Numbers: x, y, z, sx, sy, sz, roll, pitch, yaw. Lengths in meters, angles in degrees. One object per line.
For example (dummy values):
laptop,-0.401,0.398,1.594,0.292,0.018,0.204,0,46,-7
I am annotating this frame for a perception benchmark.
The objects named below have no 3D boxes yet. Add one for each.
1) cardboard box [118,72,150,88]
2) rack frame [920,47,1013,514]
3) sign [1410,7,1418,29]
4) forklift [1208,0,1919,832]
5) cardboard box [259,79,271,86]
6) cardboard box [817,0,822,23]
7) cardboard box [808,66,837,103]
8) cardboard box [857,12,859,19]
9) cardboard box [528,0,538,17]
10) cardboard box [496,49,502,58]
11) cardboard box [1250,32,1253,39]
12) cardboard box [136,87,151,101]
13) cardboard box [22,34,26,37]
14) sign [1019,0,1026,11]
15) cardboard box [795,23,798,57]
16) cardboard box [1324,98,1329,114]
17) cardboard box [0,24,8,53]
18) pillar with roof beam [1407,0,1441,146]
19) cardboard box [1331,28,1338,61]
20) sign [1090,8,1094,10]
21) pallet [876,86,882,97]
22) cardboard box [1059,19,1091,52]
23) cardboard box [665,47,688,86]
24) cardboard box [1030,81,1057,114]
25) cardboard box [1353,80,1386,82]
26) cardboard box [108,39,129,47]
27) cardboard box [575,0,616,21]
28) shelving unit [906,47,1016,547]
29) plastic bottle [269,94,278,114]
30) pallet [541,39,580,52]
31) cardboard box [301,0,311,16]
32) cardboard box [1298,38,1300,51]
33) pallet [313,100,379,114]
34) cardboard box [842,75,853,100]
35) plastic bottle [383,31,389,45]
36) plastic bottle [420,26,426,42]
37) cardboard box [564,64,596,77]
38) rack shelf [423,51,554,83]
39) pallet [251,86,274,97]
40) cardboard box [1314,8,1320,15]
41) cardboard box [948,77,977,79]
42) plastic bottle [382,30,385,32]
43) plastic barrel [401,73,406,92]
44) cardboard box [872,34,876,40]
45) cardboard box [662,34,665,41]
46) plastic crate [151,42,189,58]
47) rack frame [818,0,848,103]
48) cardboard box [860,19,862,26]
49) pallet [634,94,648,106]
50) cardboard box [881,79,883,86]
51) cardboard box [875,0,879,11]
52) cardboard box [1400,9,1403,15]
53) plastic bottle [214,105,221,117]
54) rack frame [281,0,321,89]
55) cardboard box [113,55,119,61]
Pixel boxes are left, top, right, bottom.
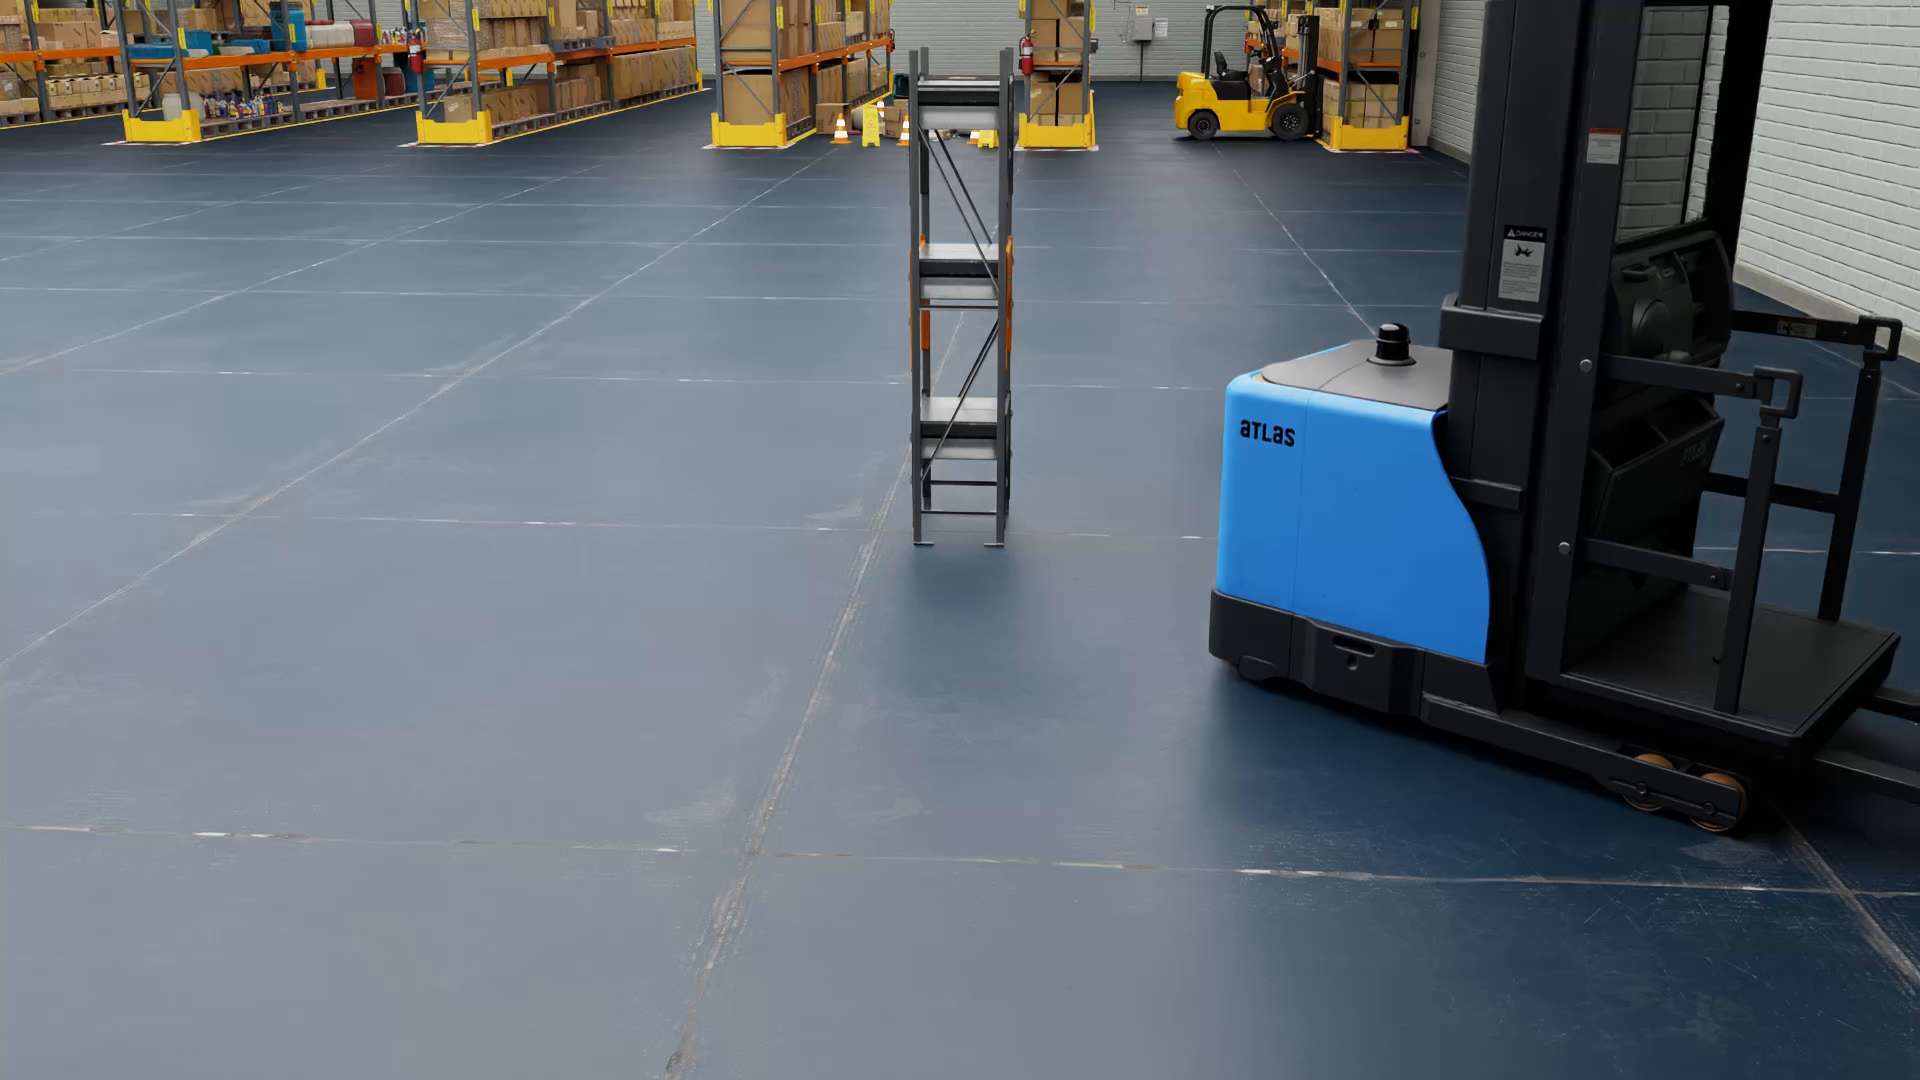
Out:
cardboard box,-17.449,-9.684,35.000,0.500,0.311,0.500,2,18,5
rack frame,0.029,-1.125,7.484,0.400,2.100,0.015,1,18,4
sign,7.038,-8.089,25.776,0.100,0.325,0.005,1,18,4
forklift,2.326,-0.729,4.941,3.031,2.935,1.130,16,24,39
cardboard box,-17.073,-11.192,40.605,0.380,0.166,0.250,1,18,4
cardboard box,-3.022,-10.080,31.601,0.700,0.500,0.500,1,18,4
cardboard box,-3.030,-9.000,33.011,1.050,0.750,0.750,2,18,5
cardboard box,-2.442,-11.559,36.656,0.380,0.149,0.250,1,18,4
cardboard box,-7.856,-9.591,29.631,0.500,0.500,0.500,1,18,4
cardboard box,-8.000,-8.260,28.216,0.380,0.149,0.250,1,18,4
cardboard box,7.335,-12.409,40.878,0.380,0.149,0.250,1,18,3
cardboard box,-17.452,-9.417,35.085,0.500,0.250,0.500,2,18,5
cardboard box,-22.048,-11.744,38.818,0.380,0.149,0.250,2,18,5
sign,0.982,-8.483,26.129,0.100,0.325,0.005,1,18,4
cardboard box,-3.249,-8.539,28.424,0.875,0.550,0.500,1,18,4
cardboard box,6.255,-7.099,27.209,0.500,0.250,0.500,1,18,3
cardboard box,-18.001,-9.196,30.509,0.700,0.500,0.500,1,18,3
pillar with roof beam,3.140,-10.798,25.924,9.100,9.000,0.400,1,18,4
cardboard box,6.305,-8.022,26.927,0.500,0.500,0.500,2,18,6
sign,2.363,-9.408,29.928,0.100,0.325,0.005,1,18,4
pallet,-2.452,-10.835,40.150,1.003,0.211,1.213,1,18,4
cardboard box,1.845,-8.094,26.670,0.500,0.500,0.500,1,18,3
cardboard box,-7.235,-11.662,40.933,0.875,0.875,0.875,1,18,4
cardboard box,1.331,-7.268,27.324,0.500,0.500,0.500,1,18,4
cardboard box,6.787,-7.478,27.564,0.500,0.250,0.500,1,18,4
cardboard box,-17.446,-10.288,34.405,0.380,0.149,0.250,1,18,4
cardboard box,-7.708,-11.221,35.079,0.797,0.503,0.637,2,18,6
shelving unit,0.012,-1.049,7.253,0.431,2.100,0.503,1,18,4
plastic bottle,-12.762,-8.082,30.819,0.144,0.351,0.185,1,18,2
pallet,-7.864,-9.371,31.512,1.003,0.211,1.213,1,18,4
cardboard box,-16.842,-13.555,42.208,0.500,0.500,0.500,1,18,3
cardboard box,6.644,-9.298,31.222,0.500,0.250,0.500,1,18,4
pallet,-12.811,-9.016,34.599,1.003,0.211,1.213,1,18,4
cardboard box,-2.532,-9.554,35.102,0.500,0.500,0.500,1,18,2
plastic bottle,-12.295,-10.754,35.611,0.061,0.283,0.133,1,18,4
plastic bottle,-12.183,-11.449,37.627,0.144,0.351,0.185,1,18,4
cardboard box,-7.795,-9.639,34.126,0.500,0.250,0.500,2,18,6
rack shelf,-8.207,-8.265,28.984,1.077,0.370,4.000,1,18,4
pallet,-17.320,-10.823,40.114,1.003,0.211,1.213,1,18,4
cardboard box,6.453,-9.302,29.313,0.380,0.149,0.250,2,18,5
cardboard box,0.043,-8.209,30.457,0.500,0.500,0.500,1,18,4
plastic bottle,-12.926,-11.269,37.197,0.152,0.276,0.135,1,18,4
plastic barrel,-12.667,-10.279,37.295,0.421,0.512,0.421,0,18,0
cardboard box,-2.184,-11.859,39.200,0.380,0.149,0.250,2,18,5
cardboard box,-7.118,-11.759,38.896,0.380,0.149,0.250,1,18,2
plastic crate,-13.501,-8.389,28.447,0.499,0.251,0.408,1,18,4
rack frame,-2.837,-10.328,34.126,1.000,3.000,0.127,1,18,4
cardboard box,-2.399,-11.582,37.204,0.380,0.149,0.250,1,18,4
pallet,-7.555,-9.766,36.889,1.003,0.211,1.213,1,18,4
cardboard box,-2.076,-11.170,40.598,0.380,0.149,0.250,0,18,1
cardboard box,-2.186,-12.686,39.078,0.500,0.500,0.500,2,18,5
cardboard box,6.804,-8.333,26.355,0.380,0.149,0.250,2,18,6
plastic bottle,-13.409,-7.739,30.011,0.097,0.201,0.097,0,18,0
rack frame,-17.084,-13.177,42.820,1.000,3.000,0.127,1,18,4
cardboard box,-21.803,-12.343,42.573,0.380,0.149,0.250,1,18,3
